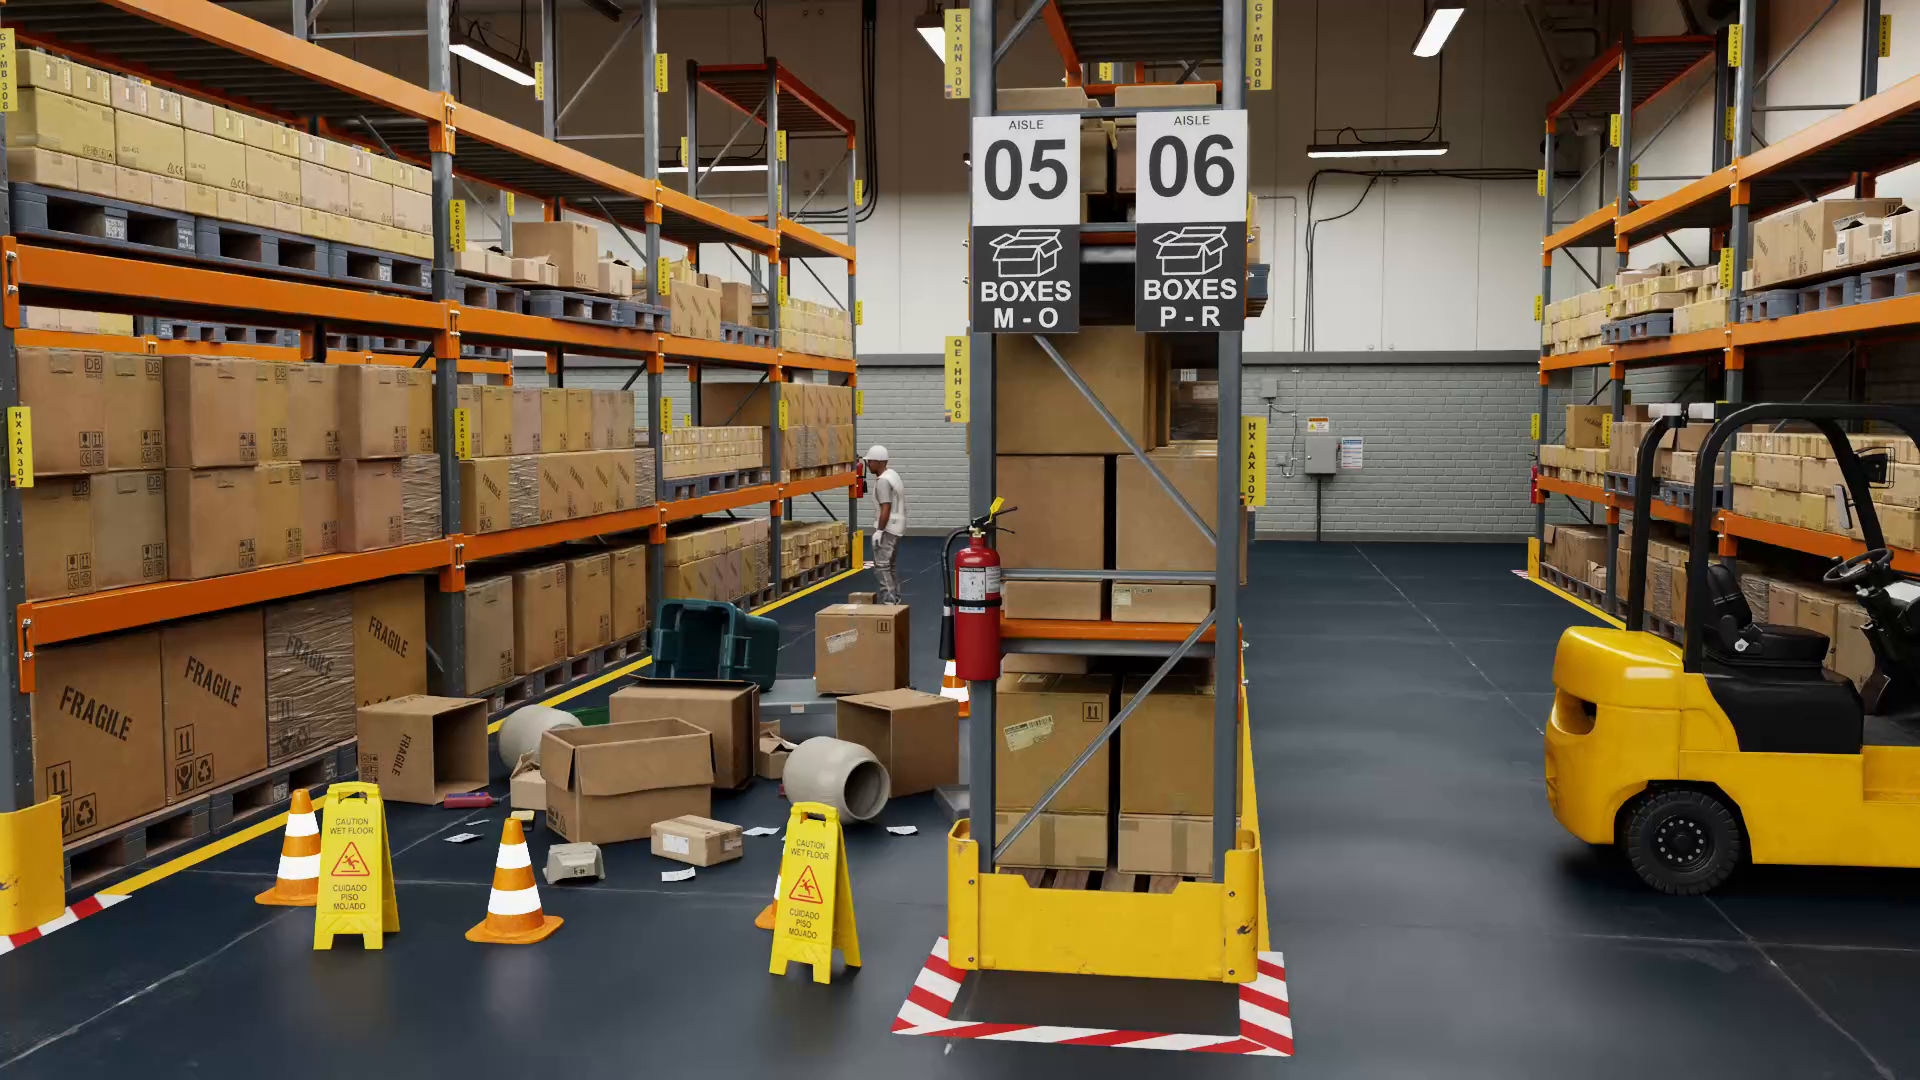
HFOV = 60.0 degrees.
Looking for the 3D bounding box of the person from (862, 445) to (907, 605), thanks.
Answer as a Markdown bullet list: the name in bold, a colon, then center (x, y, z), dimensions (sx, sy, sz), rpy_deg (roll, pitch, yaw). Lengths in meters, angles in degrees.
- **person**: center (-0.773, -0.078, 17.011), dimensions (0.443, 1.776, 0.631), rpy_deg (0, 4, 6)
